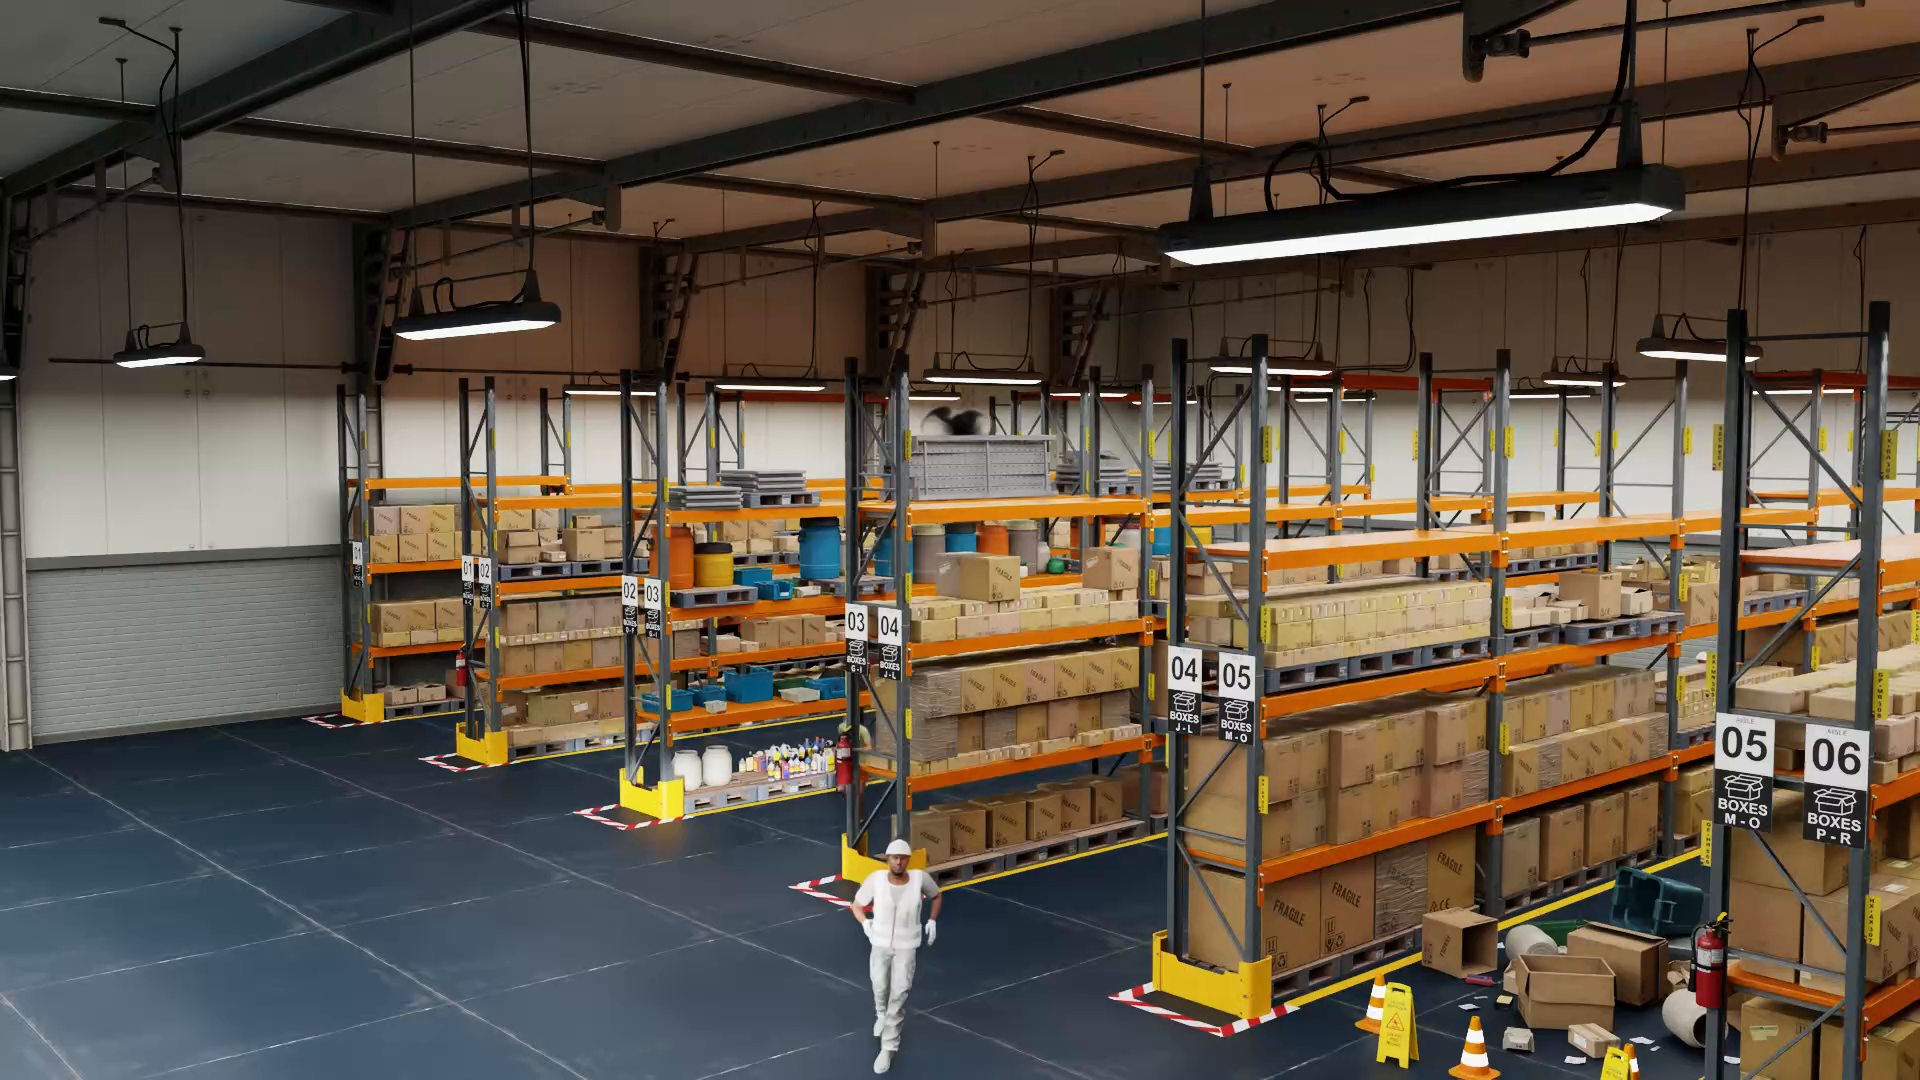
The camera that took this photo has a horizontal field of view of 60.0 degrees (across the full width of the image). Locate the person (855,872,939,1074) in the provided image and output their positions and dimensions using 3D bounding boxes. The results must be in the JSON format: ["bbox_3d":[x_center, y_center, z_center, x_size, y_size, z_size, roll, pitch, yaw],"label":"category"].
[{"bbox_3d":[-0.536,3.484,13.751,0.678,1.474,0.942,0,4,7],"label":"person"}]
